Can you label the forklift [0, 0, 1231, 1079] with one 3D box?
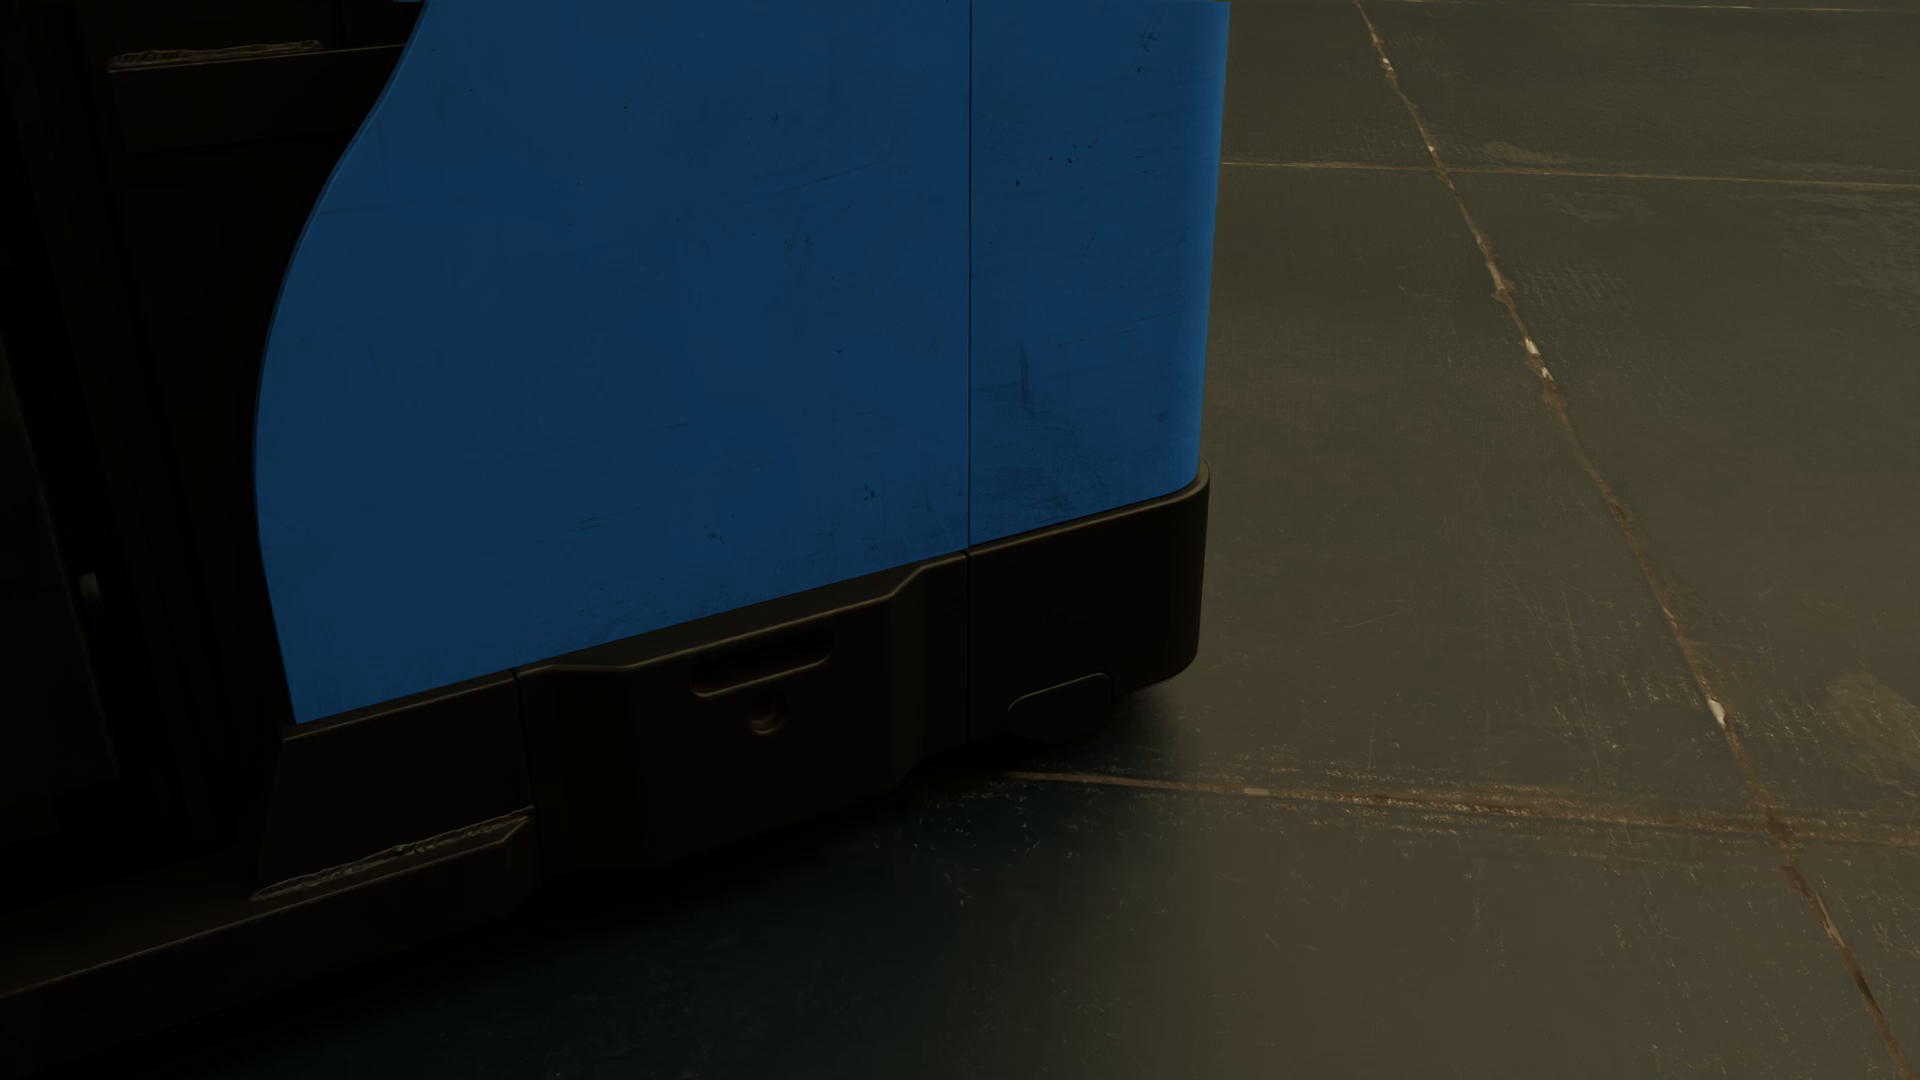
[{"bbox_3d":[-1.237,-0.964,1.148,3.031,2.935,1.130,-15,30,-27],"label":"forklift"}]
